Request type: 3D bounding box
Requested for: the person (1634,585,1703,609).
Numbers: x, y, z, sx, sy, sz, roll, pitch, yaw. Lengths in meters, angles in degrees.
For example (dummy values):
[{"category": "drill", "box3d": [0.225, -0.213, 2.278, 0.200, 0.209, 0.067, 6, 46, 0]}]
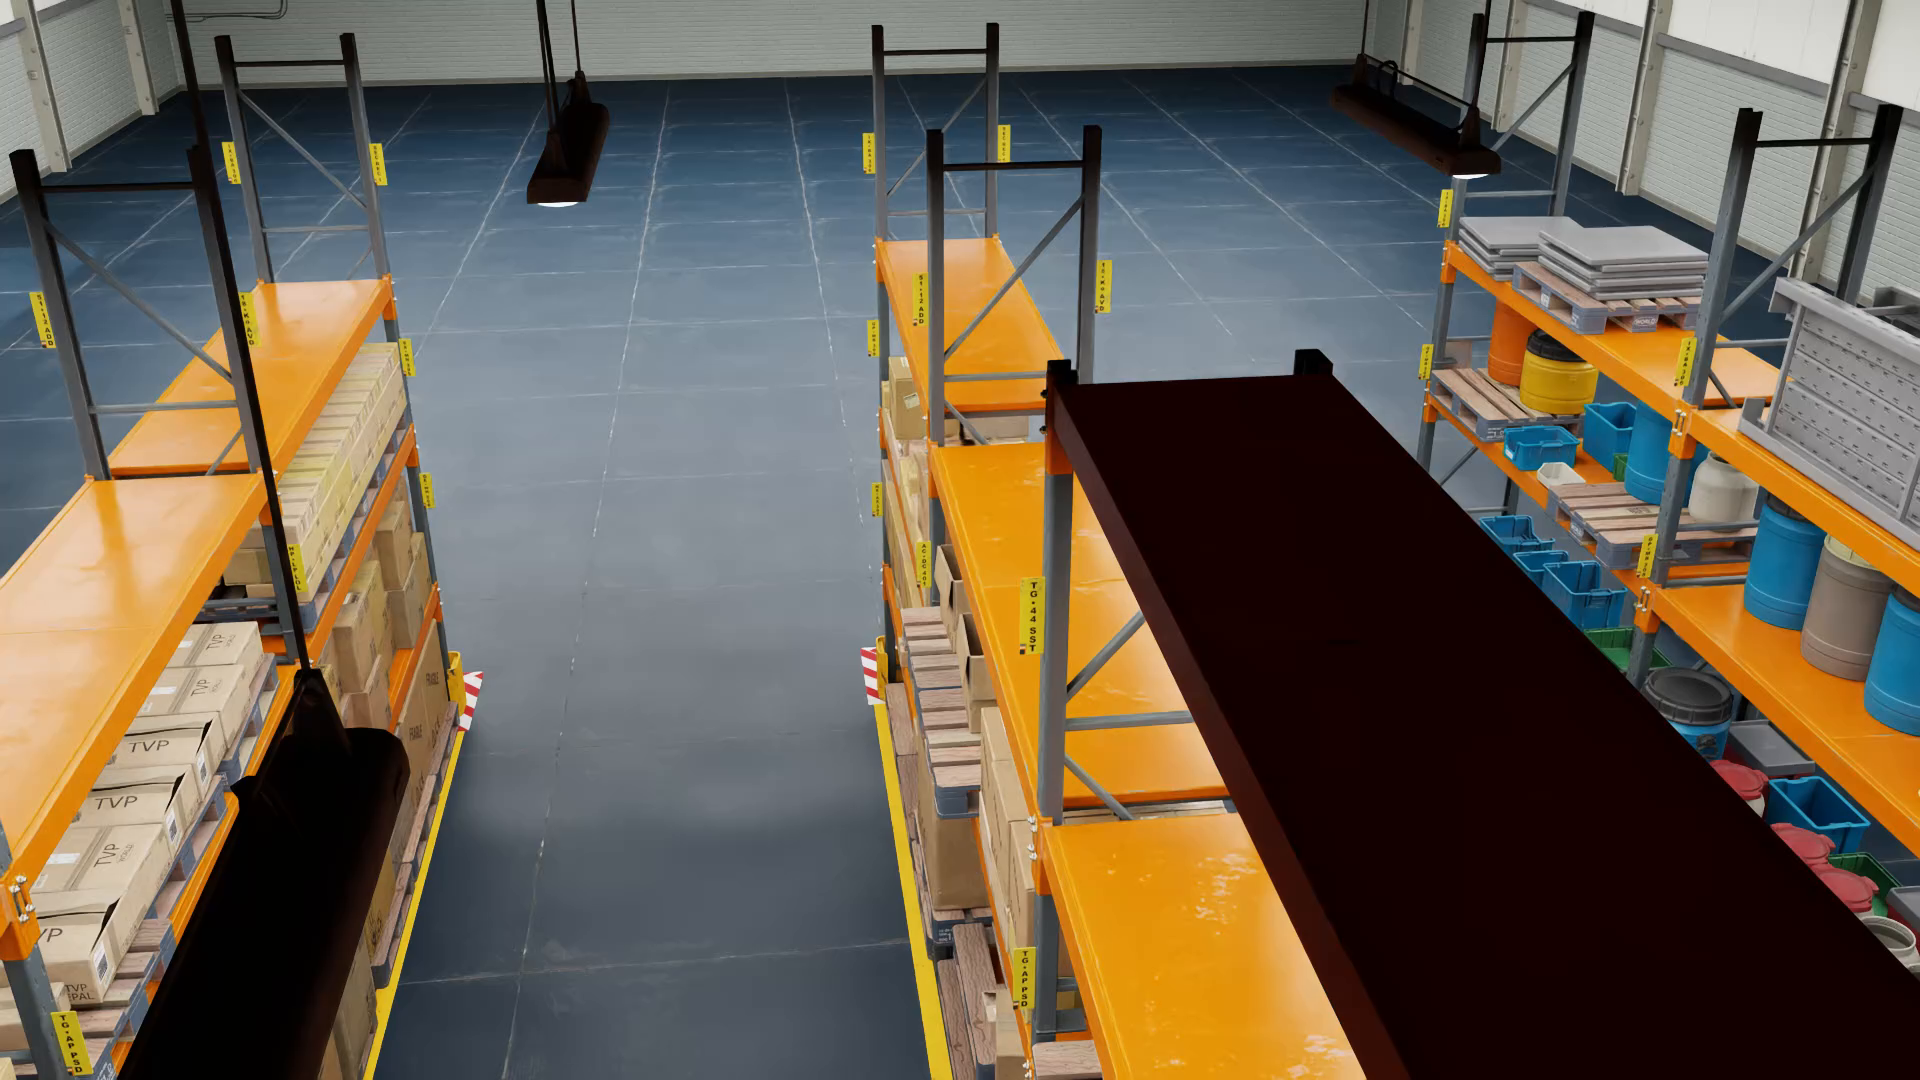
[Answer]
[{"category": "person", "box3d": [7.062, 0.107, 16.201, 0.576, 1.736, 0.944, -23, 34, -39]}]
